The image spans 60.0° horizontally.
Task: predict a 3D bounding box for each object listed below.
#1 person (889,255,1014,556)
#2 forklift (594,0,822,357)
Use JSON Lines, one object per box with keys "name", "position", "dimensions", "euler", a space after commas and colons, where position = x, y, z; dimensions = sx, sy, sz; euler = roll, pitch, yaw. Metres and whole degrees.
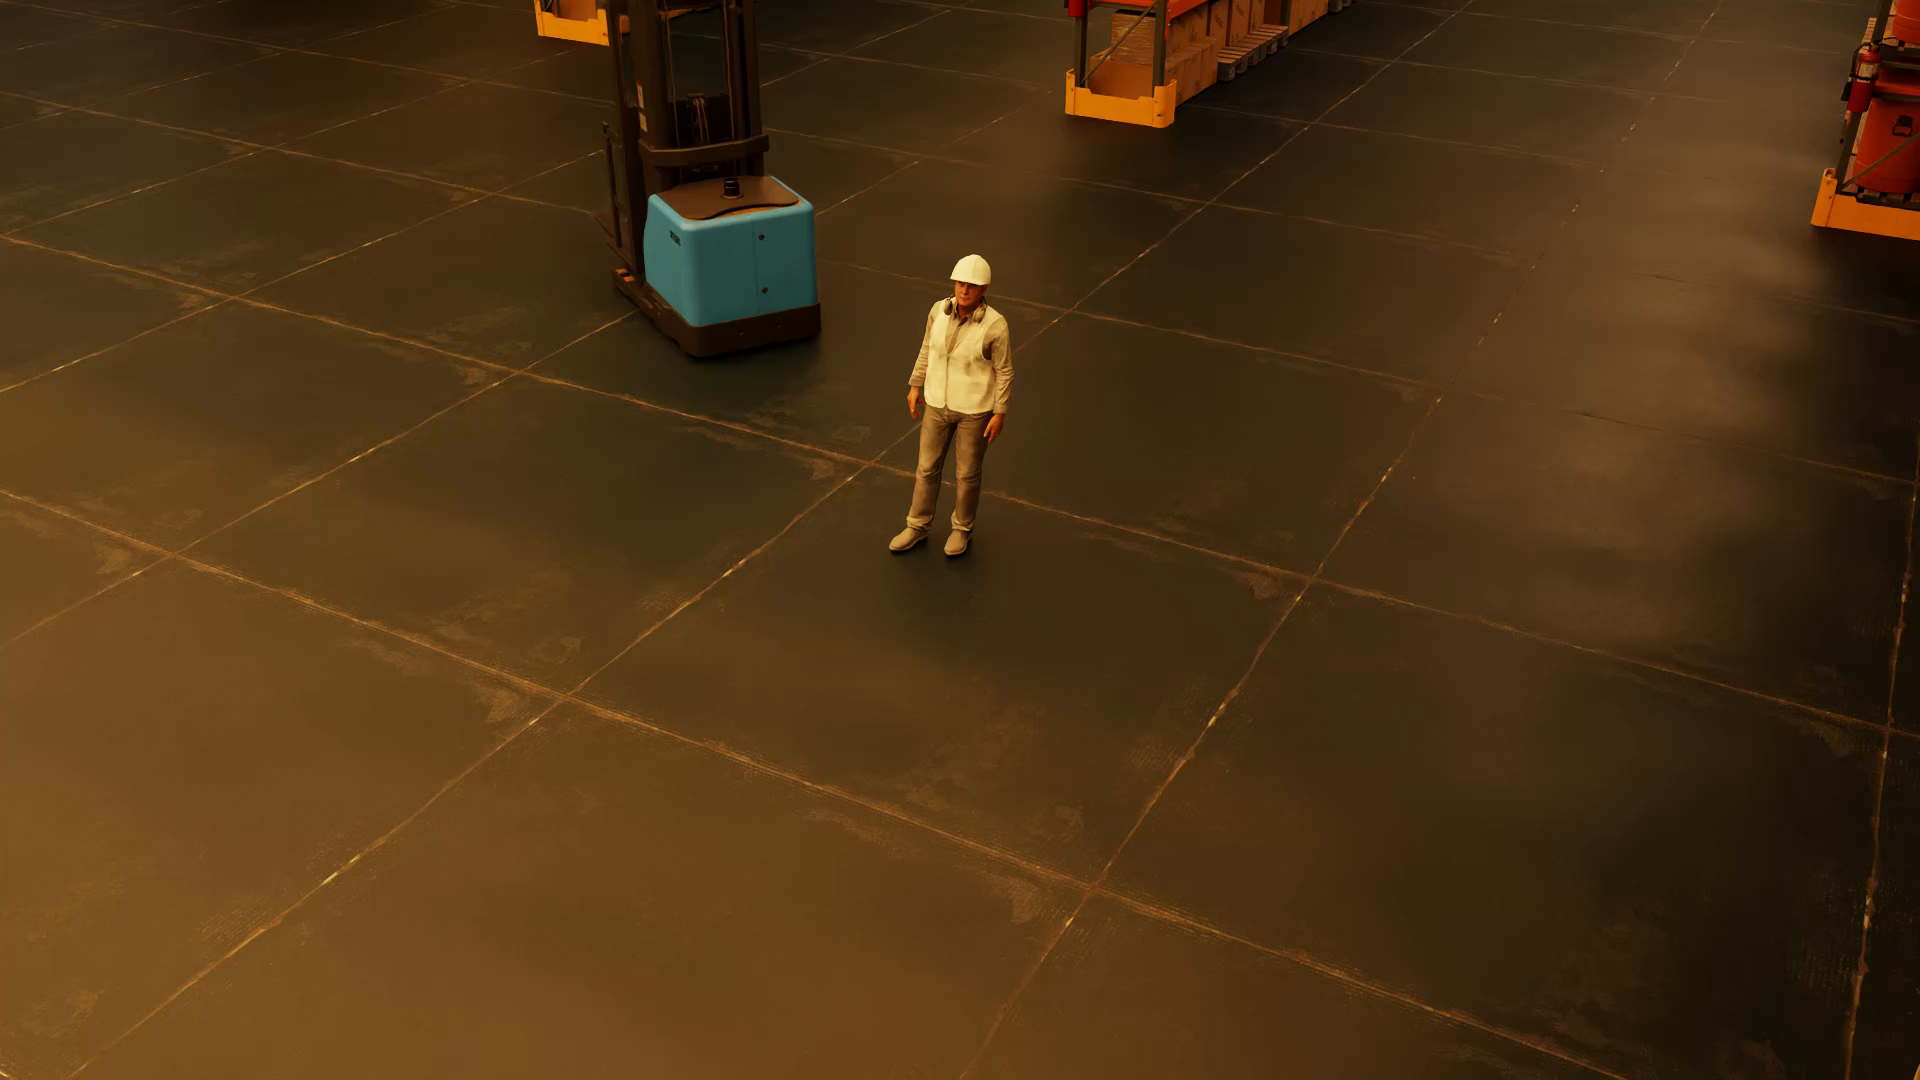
{"name": "person", "position": [-0.037, -0.749, 9.511], "dimensions": [0.634, 1.775, 0.566], "euler": [15, 33, 25]}
{"name": "forklift", "position": [-2.182, -3.321, 12.824], "dimensions": [1.130, 2.935, 3.031], "euler": [-15, 33, -24]}
